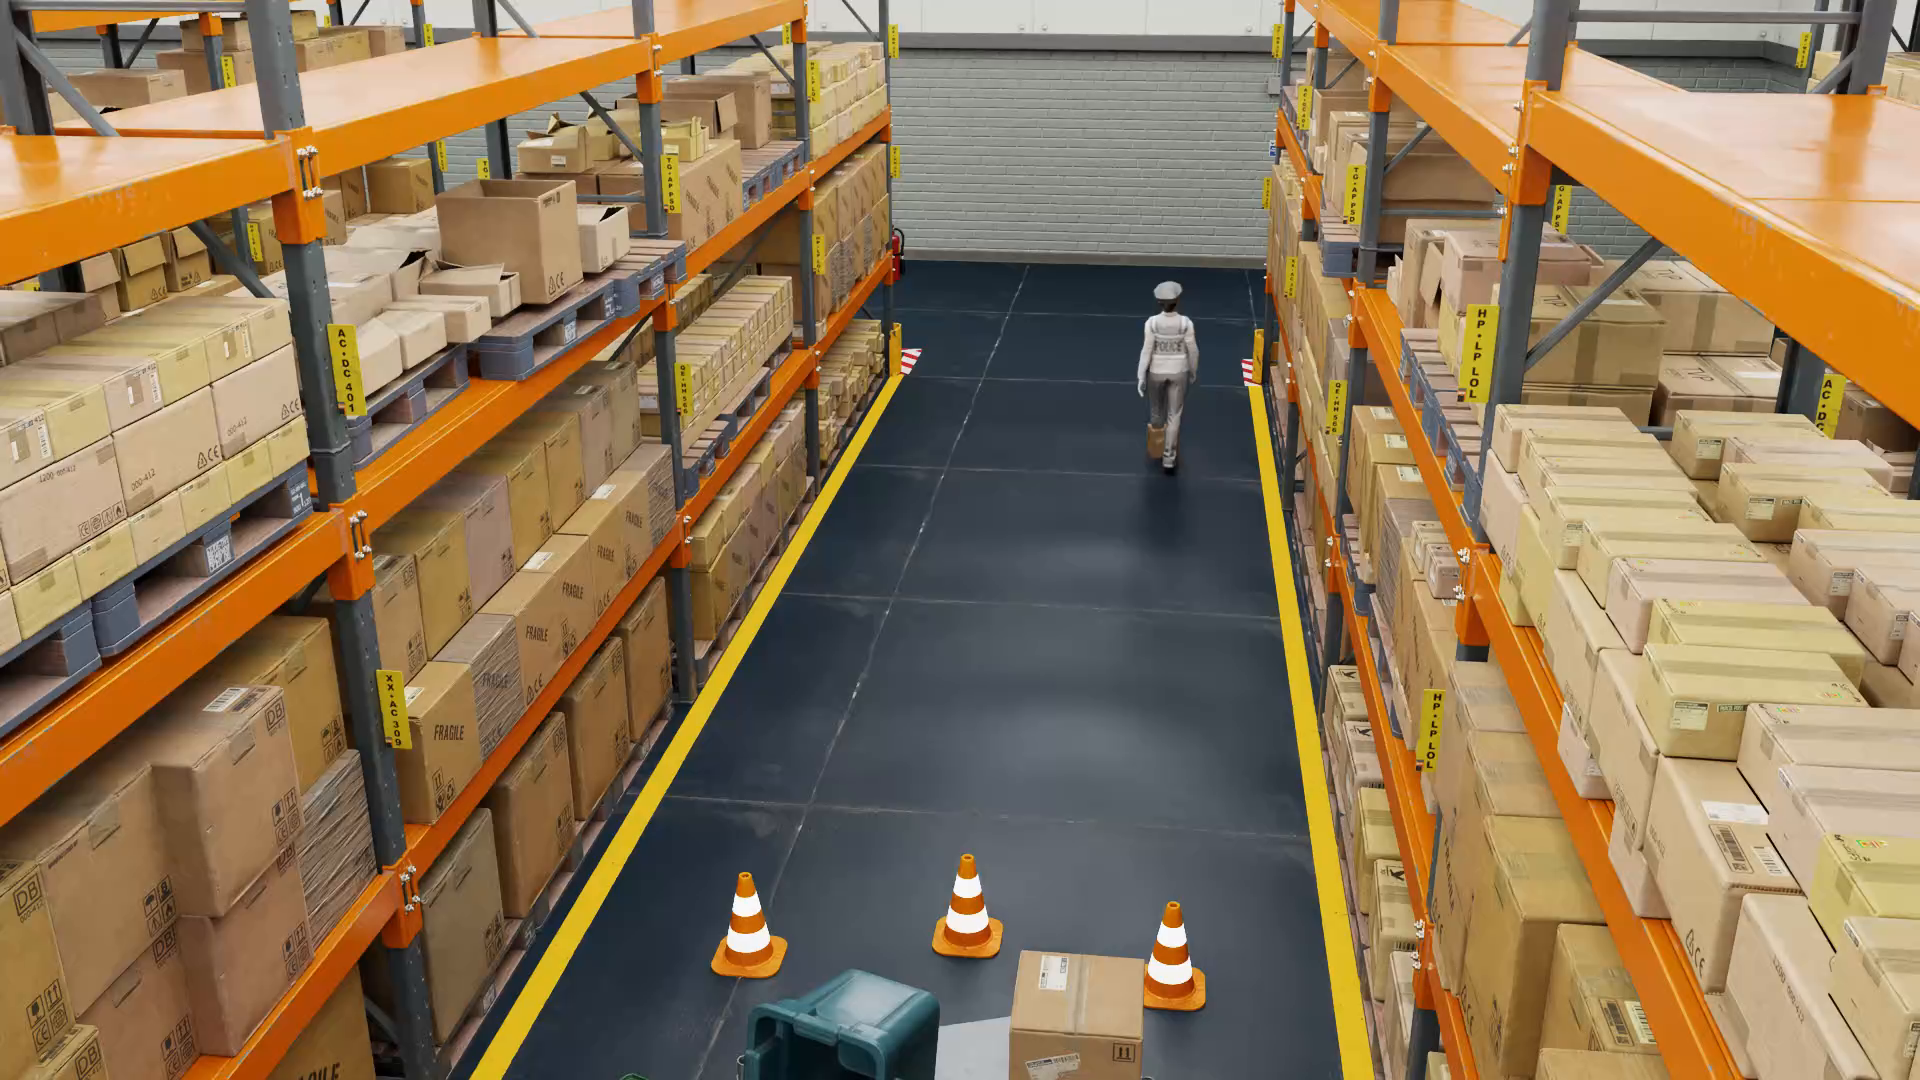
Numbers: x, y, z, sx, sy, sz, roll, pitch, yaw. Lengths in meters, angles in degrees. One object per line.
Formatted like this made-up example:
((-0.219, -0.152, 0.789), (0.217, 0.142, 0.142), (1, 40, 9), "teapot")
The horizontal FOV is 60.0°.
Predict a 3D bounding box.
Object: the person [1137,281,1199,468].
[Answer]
((1.878, -1.530, 14.950), (0.523, 1.628, 1.003), (4, 22, 11), "person")
